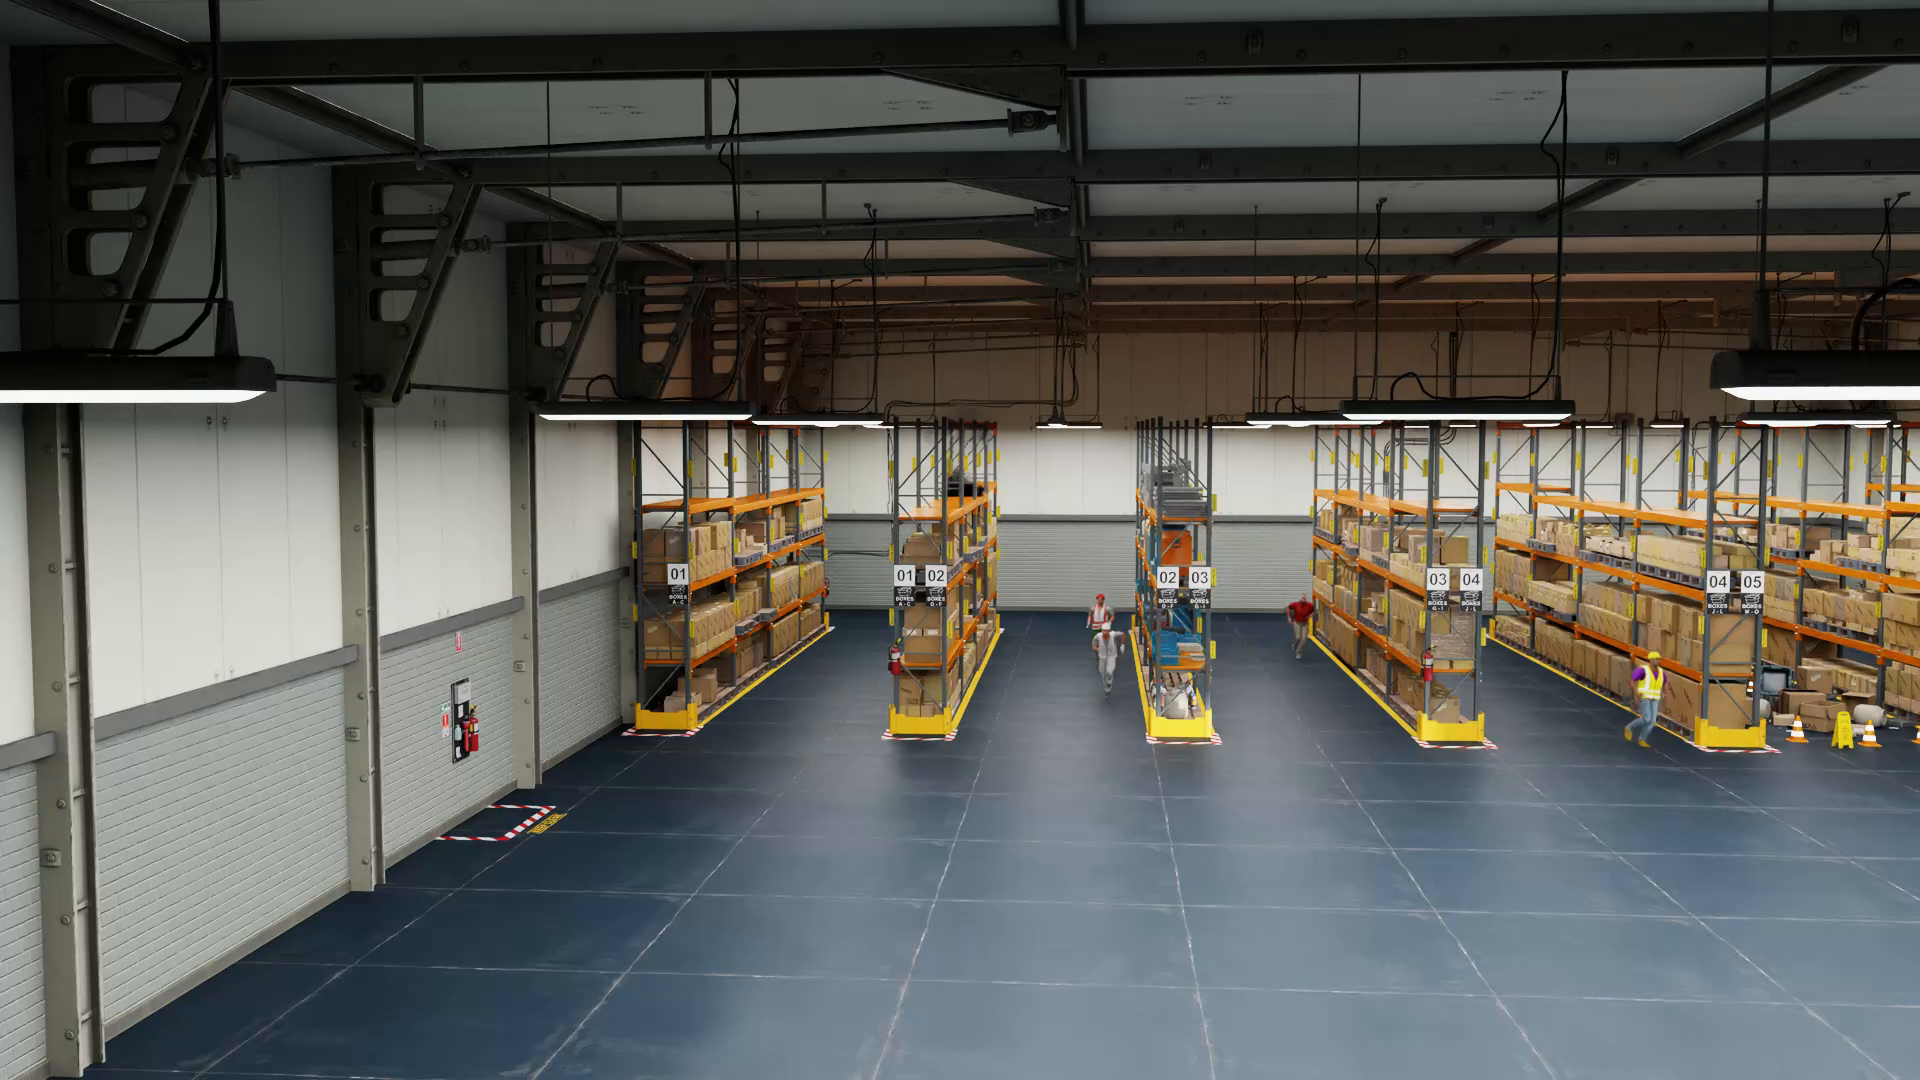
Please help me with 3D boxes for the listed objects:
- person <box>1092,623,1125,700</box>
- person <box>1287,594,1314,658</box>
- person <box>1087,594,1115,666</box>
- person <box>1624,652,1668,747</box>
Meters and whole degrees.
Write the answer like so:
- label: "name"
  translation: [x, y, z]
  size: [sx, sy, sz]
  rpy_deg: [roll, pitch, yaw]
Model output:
- label: "person"
  translation: [3.182, 2.580, 35.652]
  size: [0.706, 1.691, 0.995]
  rpy_deg: [1, 4, 9]
- label: "person"
  translation: [8.612, 2.169, 41.982]
  size: [0.648, 1.652, 0.735]
  rpy_deg: [0, 4, -2]
- label: "person"
  translation: [3.454, 2.189, 40.795]
  size: [0.662, 1.746, 0.714]
  rpy_deg: [1, 4, 16]
- label: "person"
  translation: [12.582, 2.886, 30.359]
  size: [0.725, 1.715, 0.566]
  rpy_deg: [-1, 4, -15]
